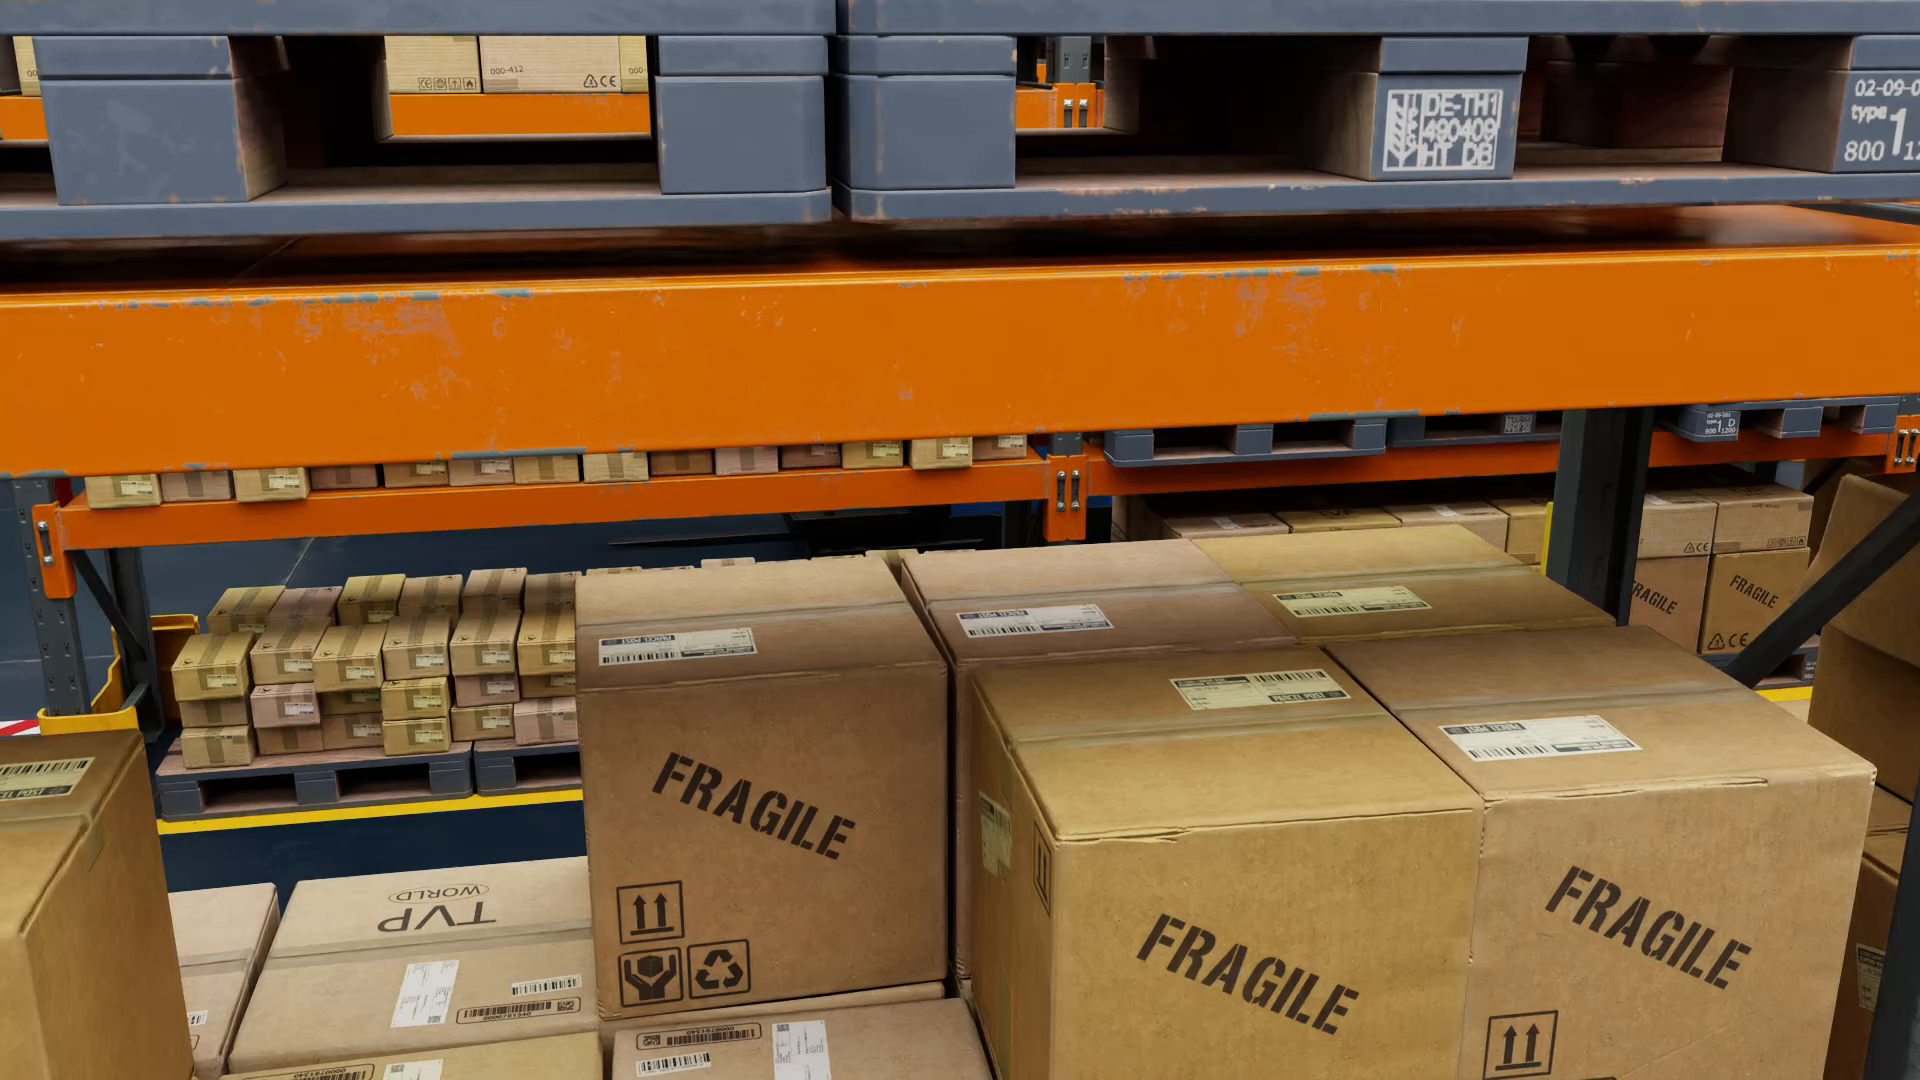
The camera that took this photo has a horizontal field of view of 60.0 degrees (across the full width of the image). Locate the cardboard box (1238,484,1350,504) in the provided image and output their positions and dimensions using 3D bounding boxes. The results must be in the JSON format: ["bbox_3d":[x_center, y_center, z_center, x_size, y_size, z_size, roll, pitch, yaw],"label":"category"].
[{"bbox_3d":[1.548,-0.168,8.015,0.500,0.250,0.500,-2,17,-8],"label":"cardboard box"}]

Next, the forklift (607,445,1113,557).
[{"bbox_3d":[-0.608,-1.359,9.746,3.031,2.935,1.130,-4,18,-13],"label":"forklift"}]

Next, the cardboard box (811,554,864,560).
[{"bbox_3d":[-0.541,0.199,7.682,0.250,0.149,0.380,-3,17,-11],"label":"cardboard box"}]

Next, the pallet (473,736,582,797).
[{"bbox_3d":[-1.496,0.785,7.397,1.213,0.211,1.003,-3,17,-10],"label":"pallet"}]

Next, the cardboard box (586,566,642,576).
[{"bbox_3d":[-1.560,0.252,7.509,0.250,0.149,0.380,-3,17,-10],"label":"cardboard box"}]

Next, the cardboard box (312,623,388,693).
[{"bbox_3d":[-2.472,0.477,6.776,0.250,0.149,0.380,-3,17,-11],"label":"cardboard box"}]

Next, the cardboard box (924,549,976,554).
[{"bbox_3d":[-0.020,0.172,7.769,0.250,0.149,0.380,-3,17,-8],"label":"cardboard box"}]

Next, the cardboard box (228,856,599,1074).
[{"bbox_3d":[-0.795,0.733,2.566,0.500,0.250,0.500,-3,17,-10],"label":"cardboard box"}]

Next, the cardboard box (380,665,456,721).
[{"bbox_3d":[-2.231,0.602,6.878,0.250,0.149,0.380,-3,17,-9],"label":"cardboard box"}]

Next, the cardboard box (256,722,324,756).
[{"bbox_3d":[-2.754,0.745,6.917,0.250,0.149,0.380,-3,17,-11],"label":"cardboard box"}]

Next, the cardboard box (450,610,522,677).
[{"bbox_3d":[-1.970,0.427,6.940,0.250,0.149,0.380,-3,17,-8],"label":"cardboard box"}]

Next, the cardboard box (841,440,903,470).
[{"bbox_3d":[-0.385,-0.418,6.991,0.250,0.149,0.380,-3,17,-8],"label":"cardboard box"}]

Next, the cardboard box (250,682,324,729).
[{"bbox_3d":[-2.727,0.624,6.806,0.250,0.149,0.380,-3,17,-11],"label":"cardboard box"}]

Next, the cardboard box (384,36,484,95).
[{"bbox_3d":[-2.060,-1.816,6.262,0.500,0.250,0.500,-4,17,-12],"label":"cardboard box"}]

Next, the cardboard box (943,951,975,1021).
[{"bbox_3d":[0.199,0.677,2.747,0.500,0.250,0.500,-3,17,-11],"label":"cardboard box"}]

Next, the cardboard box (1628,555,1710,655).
[{"bbox_3d":[3.178,0.247,7.942,0.500,0.500,0.500,-3,17,-8],"label":"cardboard box"}]

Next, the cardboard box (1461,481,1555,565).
[{"bbox_3d":[2.667,-0.083,7.738,0.500,0.250,0.500,-3,17,-9],"label":"cardboard box"}]

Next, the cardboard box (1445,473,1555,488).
[{"bbox_3d":[2.575,-0.231,8.220,0.500,0.250,0.500,-3,17,-10],"label":"cardboard box"}]

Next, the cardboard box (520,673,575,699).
[{"bbox_3d":[-1.731,0.532,7.103,0.250,0.149,0.380,-2,17,-8],"label":"cardboard box"}]

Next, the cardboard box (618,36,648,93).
[{"bbox_3d":[-1.064,-1.869,6.434,0.500,0.250,0.500,-3,17,-11],"label":"cardboard box"}]

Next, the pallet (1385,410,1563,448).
[{"bbox_3d":[2.349,-0.674,7.723,1.213,0.211,1.003,-3,17,-10],"label":"pallet"}]

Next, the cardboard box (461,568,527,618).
[{"bbox_3d":[-2.091,0.258,7.491,0.250,0.149,0.380,-3,17,-8],"label":"cardboard box"}]

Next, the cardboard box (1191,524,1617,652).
[{"bbox_3d":[0.680,0.295,2.715,0.500,0.500,0.500,-3,17,-10],"label":"cardboard box"}]

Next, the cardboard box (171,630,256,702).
[{"bbox_3d":[-2.991,0.505,6.687,0.250,0.149,0.380,-4,18,-13],"label":"cardboard box"}]

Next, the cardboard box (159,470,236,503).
[{"bbox_3d":[-2.948,-0.271,6.515,0.250,0.149,0.380,-3,17,-8],"label":"cardboard box"}]

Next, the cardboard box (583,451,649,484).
[{"bbox_3d":[-1.400,-0.353,6.781,0.250,0.149,0.380,-3,17,-9],"label":"cardboard box"}]

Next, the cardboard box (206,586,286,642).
[{"bbox_3d":[-3.098,0.333,7.245,0.250,0.149,0.380,-3,17,-10],"label":"cardboard box"}]

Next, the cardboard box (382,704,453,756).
[{"bbox_3d":[-2.239,0.747,6.912,0.250,0.149,0.380,-3,17,-10],"label":"cardboard box"}]

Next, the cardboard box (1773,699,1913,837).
[{"bbox_3d":[1.606,0.618,3.020,0.500,0.500,0.500,-3,17,-10],"label":"cardboard box"}]

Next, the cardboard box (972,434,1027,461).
[{"bbox_3d":[0.121,-0.461,7.132,0.250,0.149,0.380,-3,17,-11],"label":"cardboard box"}]

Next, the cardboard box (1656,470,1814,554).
[{"bbox_3d":[3.663,-0.138,7.918,0.500,0.250,0.500,-4,17,-12],"label":"cardboard box"}]

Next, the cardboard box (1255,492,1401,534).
[{"bbox_3d":[1.655,-0.024,7.547,0.500,0.250,0.500,-3,17,-9],"label":"cardboard box"}]

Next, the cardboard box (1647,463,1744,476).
[{"bbox_3d":[3.562,-0.283,8.390,0.500,0.250,0.500,-4,18,-13],"label":"cardboard box"}]

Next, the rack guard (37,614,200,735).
[{"bbox_3d":[-3.496,0.749,7.022,0.348,0.500,1.175,-3,17,-10],"label":"rack guard"}]

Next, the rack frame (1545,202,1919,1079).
[{"bbox_3d":[1.199,0.771,2.693,0.127,3.000,1.000,-3,17,-10],"label":"rack frame"}]

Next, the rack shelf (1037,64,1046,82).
[{"bbox_3d":[1.283,-3.287,12.023,4.000,0.370,1.077,-3,17,-10],"label":"rack shelf"}]

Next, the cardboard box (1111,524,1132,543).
[{"bbox_3d":[1.036,0.216,8.043,0.500,0.500,0.500,-4,17,-11],"label":"cardboard box"}]

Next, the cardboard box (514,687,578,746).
[{"bbox_3d":[-1.746,0.716,7.012,0.250,0.149,0.380,-4,18,-13],"label":"cardboard box"}]

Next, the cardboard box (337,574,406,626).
[{"bbox_3d":[-2.611,0.285,7.403,0.250,0.149,0.380,-4,17,-12],"label":"cardboard box"}]

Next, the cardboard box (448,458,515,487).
[{"bbox_3d":[-1.927,-0.339,6.733,0.250,0.149,0.380,-4,17,-12],"label":"cardboard box"}]

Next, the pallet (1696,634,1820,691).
[{"bbox_3d":[3.517,0.489,8.361,1.213,0.211,1.003,-3,17,-10],"label":"pallet"}]

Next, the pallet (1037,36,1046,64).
[{"bbox_3d":[0.210,-3.494,11.795,1.217,0.209,0.805,-4,18,-13],"label":"pallet"}]

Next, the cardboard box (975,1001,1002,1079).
[{"bbox_3d":[0.308,0.830,2.249,0.500,0.250,0.500,-3,17,-9],"label":"cardboard box"}]

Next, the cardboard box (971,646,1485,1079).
[{"bbox_3d":[0.306,0.471,2.140,0.500,0.500,0.500,-3,17,-10],"label":"cardboard box"}]

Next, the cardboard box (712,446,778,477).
[{"bbox_3d":[-0.904,-0.387,6.890,0.250,0.149,0.380,-4,18,-13],"label":"cardboard box"}]

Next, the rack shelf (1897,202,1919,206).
[{"bbox_3d":[3.163,-0.431,2.721,4.000,0.370,1.077,-3,17,-10],"label":"rack shelf"}]

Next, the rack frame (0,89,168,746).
[{"bbox_3d":[-3.570,-0.442,6.642,0.127,3.000,1.000,-3,17,-10],"label":"rack frame"}]

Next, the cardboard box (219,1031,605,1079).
[{"bbox_3d":[-0.692,0.886,2.068,0.500,0.250,0.500,-4,17,-12],"label":"cardboard box"}]

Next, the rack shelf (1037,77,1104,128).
[{"bbox_3d":[2.321,-1.866,7.395,4.000,0.370,1.077,-3,17,-10],"label":"rack shelf"}]

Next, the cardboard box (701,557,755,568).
[{"bbox_3d":[-1.058,0.211,7.644,0.250,0.149,0.380,-3,17,-9],"label":"cardboard box"}]

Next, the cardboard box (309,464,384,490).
[{"bbox_3d":[-2.445,-0.325,6.689,0.250,0.149,0.380,-2,17,-8],"label":"cardboard box"}]

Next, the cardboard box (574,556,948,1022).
[{"bbox_3d":[-0.315,0.350,2.534,0.500,0.500,0.500,-4,17,-12],"label":"cardboard box"}]

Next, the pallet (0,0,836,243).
[{"bbox_3d":[-0.802,-0.511,1.909,1.213,0.211,1.003,-3,17,-10],"label":"pallet"}]

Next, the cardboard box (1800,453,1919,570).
[{"bbox_3d":[4.899,-0.021,8.387,0.750,0.750,1.050,-3,17,-11],"label":"cardboard box"}]

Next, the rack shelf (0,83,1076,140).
[{"bbox_3d":[-1.607,-1.643,6.670,4.000,0.370,1.077,-3,17,-10],"label":"rack shelf"}]

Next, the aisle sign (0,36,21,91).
[{"bbox_3d":[-3.699,-1.767,6.528,0.004,0.787,0.394,-3,17,-10],"label":"aisle sign"}]
